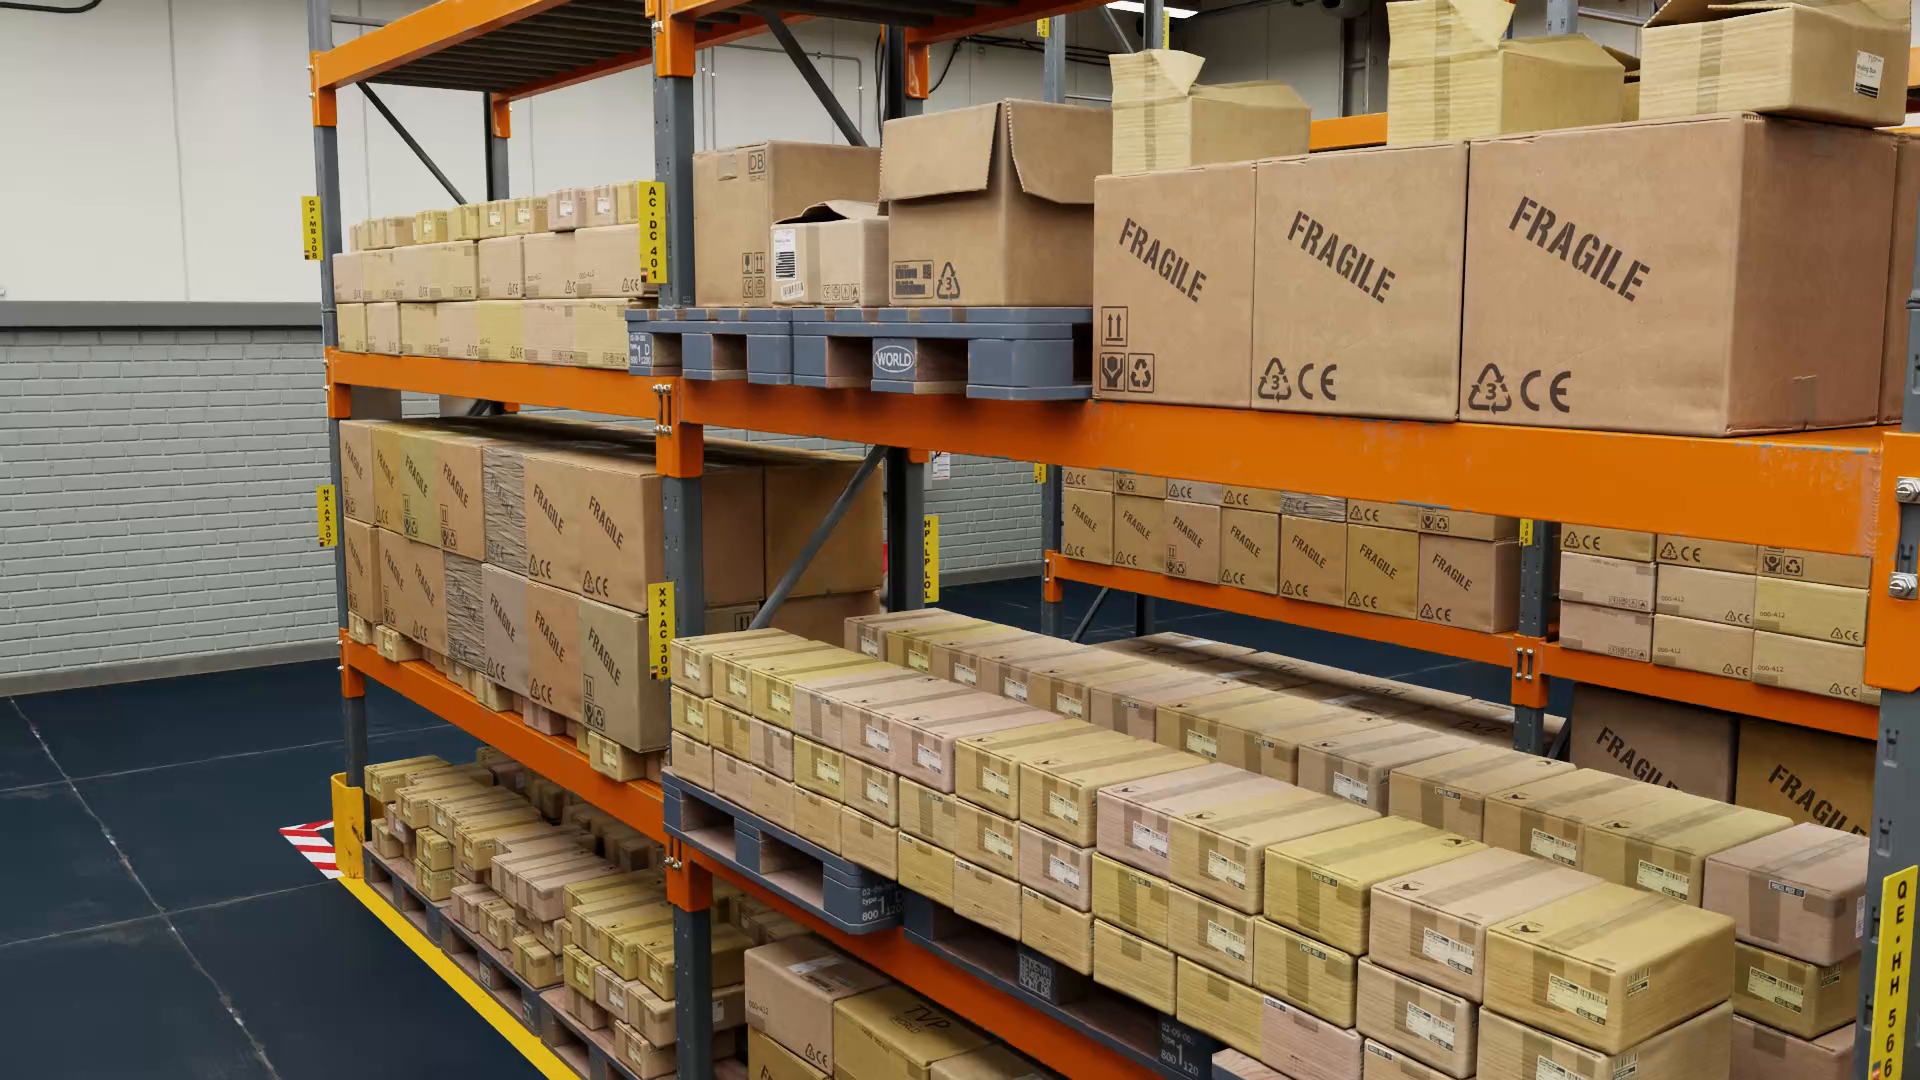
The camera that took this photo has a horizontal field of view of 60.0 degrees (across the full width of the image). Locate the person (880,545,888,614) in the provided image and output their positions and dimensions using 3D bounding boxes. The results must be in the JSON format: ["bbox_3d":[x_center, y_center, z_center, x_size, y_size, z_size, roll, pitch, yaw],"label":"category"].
[{"bbox_3d":[-0.780,0.432,16.375,0.545,0.852,0.883,-6,10,-36],"label":"person"}]
